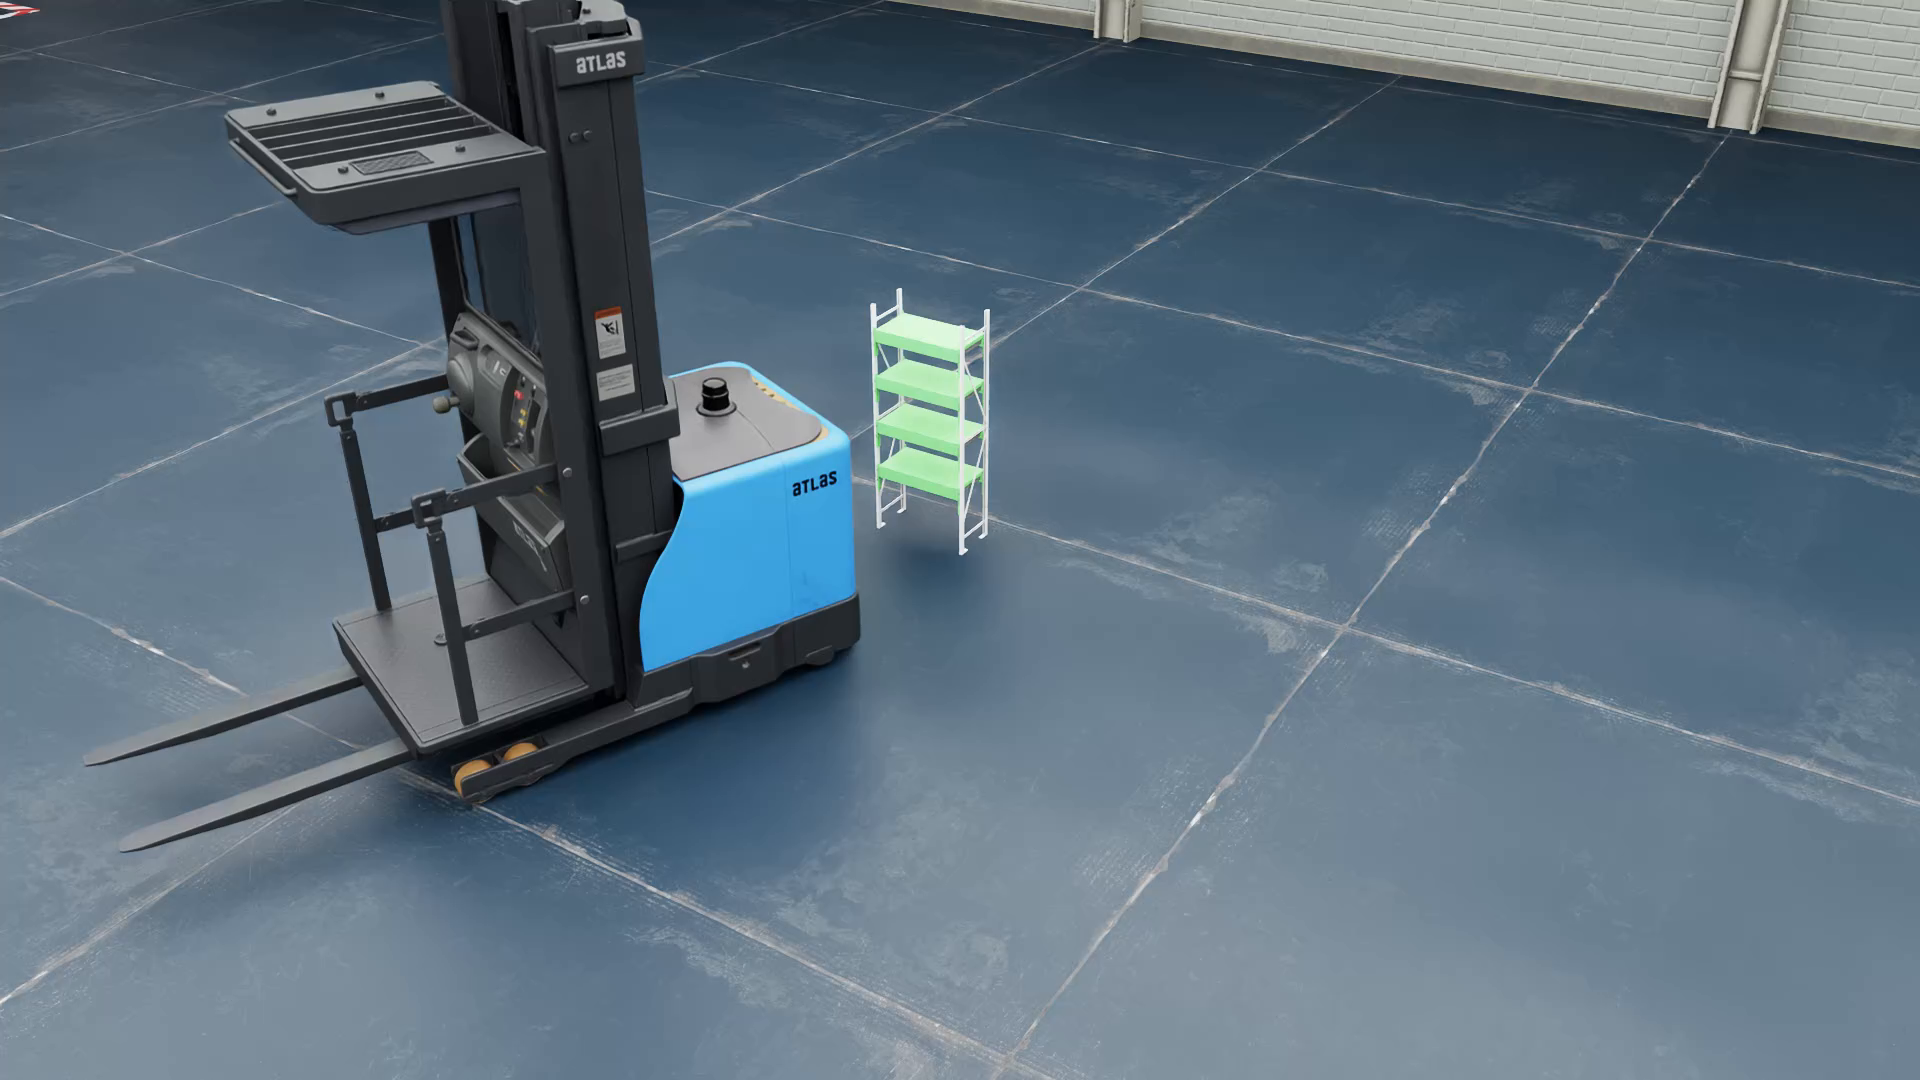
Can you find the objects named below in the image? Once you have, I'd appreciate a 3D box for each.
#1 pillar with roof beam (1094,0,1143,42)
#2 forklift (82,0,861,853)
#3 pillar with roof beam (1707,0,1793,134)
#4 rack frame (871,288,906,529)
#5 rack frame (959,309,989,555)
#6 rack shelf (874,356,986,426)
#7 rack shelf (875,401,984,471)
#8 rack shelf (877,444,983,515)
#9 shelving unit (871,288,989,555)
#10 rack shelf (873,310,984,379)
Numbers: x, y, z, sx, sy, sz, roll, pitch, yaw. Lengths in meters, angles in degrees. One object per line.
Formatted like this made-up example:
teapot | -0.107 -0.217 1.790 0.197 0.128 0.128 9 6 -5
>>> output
pillar with roof beam | -0.667 -7.235 11.722 0.400 9.000 9.100 18 35 27
forklift | -1.938 -0.541 6.269 3.031 2.935 1.130 -20 36 -30
pillar with roof beam | 4.415 -5.628 8.967 0.400 9.000 9.100 18 35 27
rack frame | -0.347 -0.628 8.136 0.015 1.200 0.240 18 35 27
rack frame | 0.066 -0.497 7.912 0.015 1.200 0.240 18 35 27
rack shelf | -0.140 -0.715 7.935 0.480 0.148 0.258 18 35 27
rack shelf | -0.140 -0.507 8.056 0.480 0.148 0.258 18 35 27
rack shelf | -0.140 -0.300 8.177 0.480 0.148 0.258 18 35 27
shelving unit | -0.140 -0.563 8.024 0.503 1.200 0.258 18 35 27
rack shelf | -0.140 -0.922 7.814 0.480 0.148 0.258 18 35 27
